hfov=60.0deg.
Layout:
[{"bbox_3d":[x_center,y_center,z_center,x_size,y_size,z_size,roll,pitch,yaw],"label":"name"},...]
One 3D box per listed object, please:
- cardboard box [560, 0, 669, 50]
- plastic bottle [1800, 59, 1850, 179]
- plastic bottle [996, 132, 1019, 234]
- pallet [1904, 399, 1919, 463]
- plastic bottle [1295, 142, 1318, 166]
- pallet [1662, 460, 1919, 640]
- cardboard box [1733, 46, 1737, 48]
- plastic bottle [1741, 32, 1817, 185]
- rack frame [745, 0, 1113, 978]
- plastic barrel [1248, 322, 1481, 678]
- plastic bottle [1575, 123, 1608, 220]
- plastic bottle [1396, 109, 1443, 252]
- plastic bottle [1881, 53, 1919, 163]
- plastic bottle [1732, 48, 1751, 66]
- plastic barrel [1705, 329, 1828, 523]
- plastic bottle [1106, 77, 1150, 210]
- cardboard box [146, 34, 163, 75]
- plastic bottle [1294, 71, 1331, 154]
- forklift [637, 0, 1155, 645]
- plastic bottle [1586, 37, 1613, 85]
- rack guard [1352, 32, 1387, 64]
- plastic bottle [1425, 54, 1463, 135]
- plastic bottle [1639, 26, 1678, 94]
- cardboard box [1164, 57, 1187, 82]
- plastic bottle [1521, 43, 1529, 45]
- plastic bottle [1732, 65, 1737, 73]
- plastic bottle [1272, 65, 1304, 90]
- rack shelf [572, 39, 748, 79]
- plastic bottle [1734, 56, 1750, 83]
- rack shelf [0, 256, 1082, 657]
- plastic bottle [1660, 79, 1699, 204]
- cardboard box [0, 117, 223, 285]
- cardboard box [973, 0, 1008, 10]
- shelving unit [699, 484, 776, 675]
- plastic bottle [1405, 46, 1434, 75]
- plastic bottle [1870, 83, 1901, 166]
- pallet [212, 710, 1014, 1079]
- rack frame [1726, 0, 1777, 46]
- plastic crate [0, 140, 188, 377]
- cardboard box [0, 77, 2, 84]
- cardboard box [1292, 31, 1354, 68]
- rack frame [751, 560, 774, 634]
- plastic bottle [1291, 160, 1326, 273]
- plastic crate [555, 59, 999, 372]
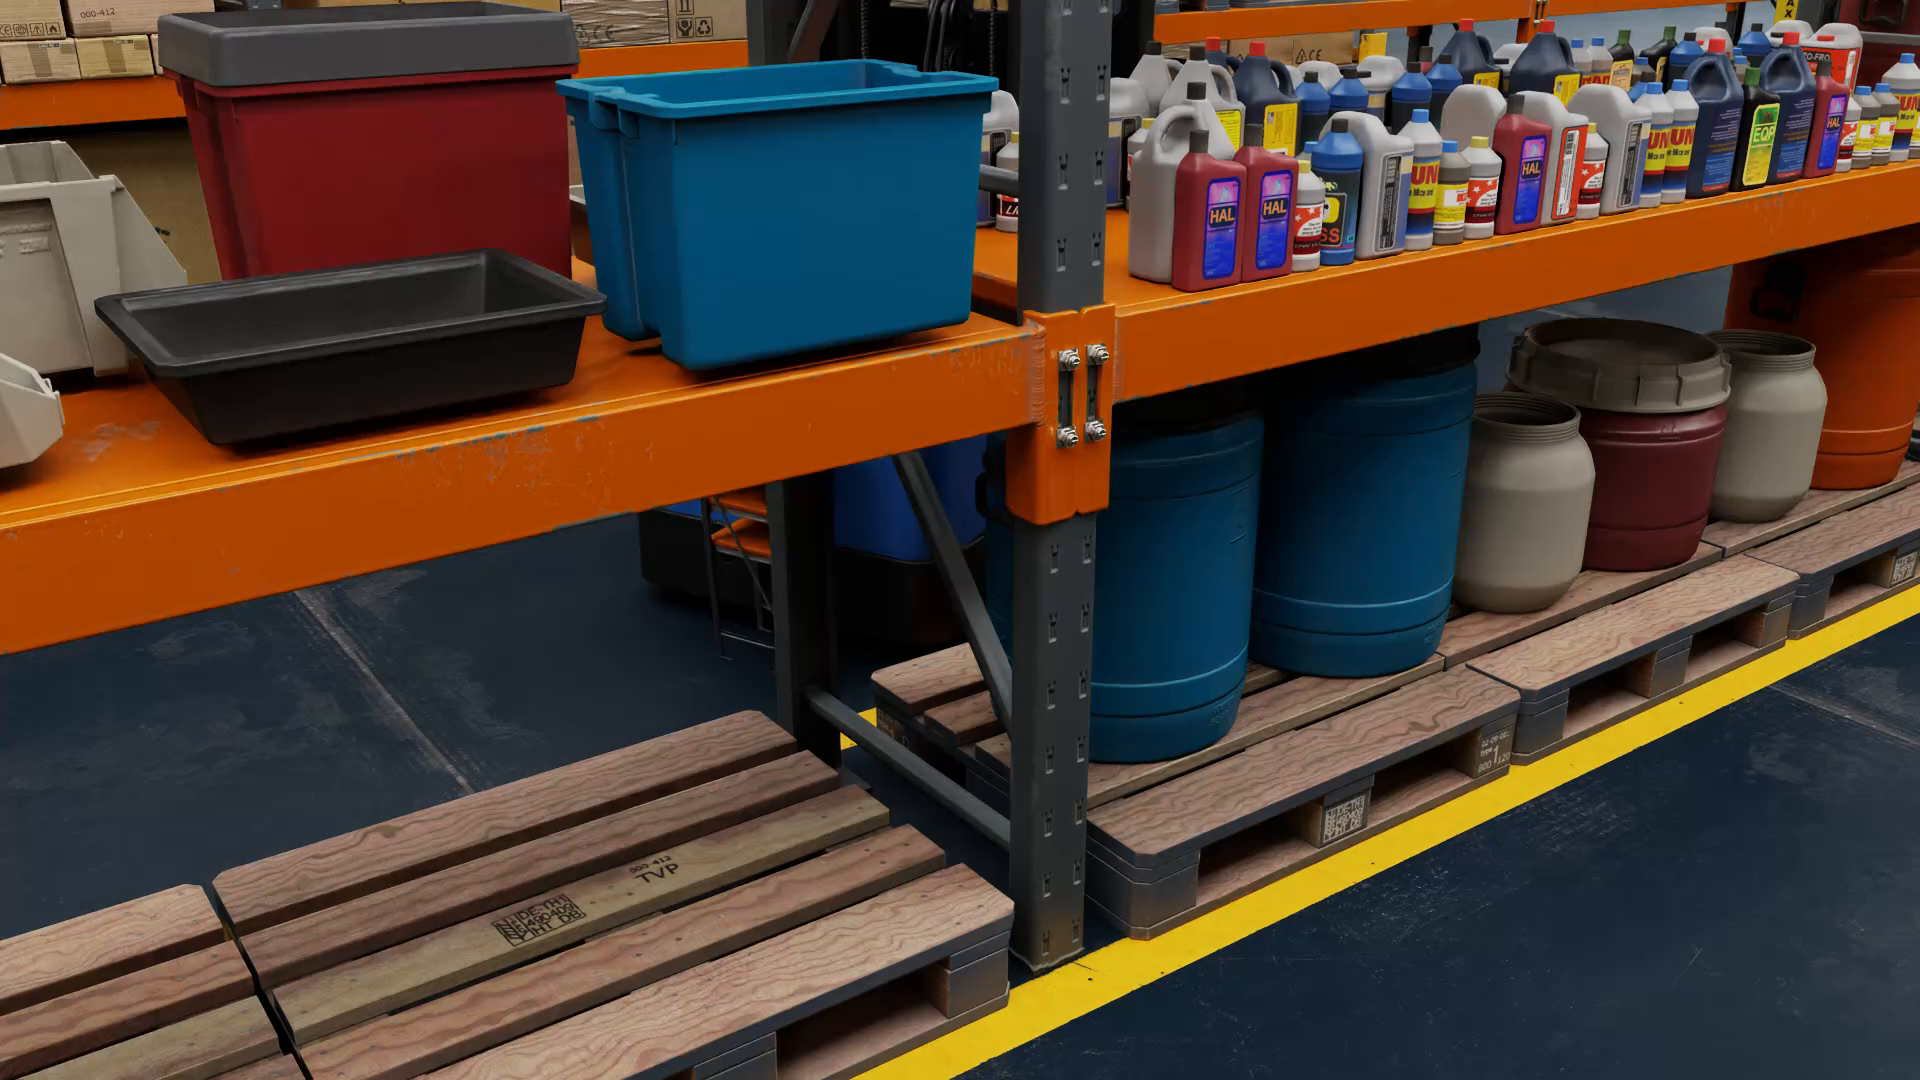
[{"bbox_3d":[-1.654,-2.480,7.428,0.500,0.500,0.500,-16,27,-34],"label":"cardboard box"},{"bbox_3d":[2.145,-1.050,4.137,0.133,0.283,0.061,-15,26,-33],"label":"plastic bottle"},{"bbox_3d":[0.124,-0.758,3.517,0.097,0.201,0.097,0,22,0],"label":"plastic bottle"},{"bbox_3d":[3.804,-0.428,6.184,1.213,0.211,1.003,-15,26,-33],"label":"pallet"},{"bbox_3d":[0.713,-0.707,3.390,0.097,0.201,0.097,0,22,0],"label":"plastic bottle"},{"bbox_3d":[2.537,-0.089,5.334,1.213,0.211,1.003,-15,26,-33],"label":"pallet"},{"bbox_3d":[6.237,-3.693,13.410,0.500,0.500,0.500,-10,24,-23],"label":"cardboard box"},{"bbox_3d":[1.992,-1.059,4.070,0.185,0.351,0.144,-15,26,-33],"label":"plastic bottle"},{"bbox_3d":[-0.095,-0.701,3.107,0.127,3.000,1.000,-15,26,-33],"label":"rack frame"},{"bbox_3d":[0.932,-0.188,4.084,0.708,0.901,0.600,-15,26,-33],"label":"plastic barrel"},{"bbox_3d":[1.365,-0.812,3.652,0.097,0.201,0.097,0,22,0],"label":"plastic bottle"},{"bbox_3d":[0.911,-0.723,3.335,0.097,0.271,0.097,0,22,0],"label":"plastic bottle"},{"bbox_3d":[2.465,-1.138,4.374,0.097,0.271,0.097,0,22,0],"label":"plastic bottle"},{"bbox_3d":[2.423,-1.441,5.227,0.097,0.201,0.097,0,22,0],"label":"plastic bottle"},{"bbox_3d":[2.359,-0.347,5.008,0.421,0.512,0.421,0,22,0],"label":"plastic barrel"},{"bbox_3d":[0.333,-0.905,3.786,0.135,0.276,0.152,-15,26,-33],"label":"plastic bottle"},{"bbox_3d":[-3.044,-1.910,6.475,0.250,0.149,0.380,-15,26,-33],"label":"cardboard box"},{"bbox_3d":[0.830,-0.979,3.976,0.097,0.271,0.097,0,22,0],"label":"plastic bottle"},{"bbox_3d":[0.199,-1.581,5.404,1.130,2.935,3.031,11,24,26],"label":"forklift"},{"bbox_3d":[1.831,-1.315,4.819,0.097,0.271,0.097,0,22,0],"label":"plastic bottle"},{"bbox_3d":[3.958,-5.147,17.621,0.348,0.500,1.175,-15,26,-33],"label":"rack guard"},{"bbox_3d":[1.262,-1.136,4.369,0.097,0.271,0.097,0,22,0],"label":"plastic bottle"},{"bbox_3d":[2.101,-1.401,5.018,0.133,0.283,0.061,-15,26,-33],"label":"plastic bottle"},{"bbox_3d":[1.211,-2.721,9.935,0.500,0.250,0.500,-12,25,-27],"label":"cardboard box"},{"bbox_3d":[1.565,-1.244,4.641,0.097,0.271,0.097,0,22,0],"label":"plastic bottle"},{"bbox_3d":[1.851,-0.999,4.010,0.133,0.283,0.061,-15,26,-33],"label":"plastic bottle"},{"bbox_3d":[0.742,-1.015,4.059,0.135,0.276,0.152,-15,26,-33],"label":"plastic bottle"},{"bbox_3d":[-1.364,-2.290,8.059,4.000,0.370,1.077,-15,26,-33],"label":"rack shelf"},{"bbox_3d":[2.325,-1.345,4.988,0.097,0.201,0.097,0,22,0],"label":"plastic bottle"},{"bbox_3d":[-1.718,0.066,2.155,4.000,0.370,1.077,-15,26,-33],"label":"rack shelf"},{"bbox_3d":[1.633,-0.916,3.818,0.097,0.271,0.097,0,22,0],"label":"plastic bottle"},{"bbox_3d":[-3.570,-1.281,6.859,0.875,0.875,0.875,-15,26,-33],"label":"cardboard box"},{"bbox_3d":[0.004,-2.922,8.538,0.500,0.500,0.500,-14,26,-31],"label":"cardboard box"},{"bbox_3d":[-0.538,-0.232,4.344,0.258,1.200,0.189,13,29,29],"label":"shelving unit"},{"bbox_3d":[1.201,-1.161,4.416,0.133,0.283,0.061,-15,26,-33],"label":"plastic bottle"},{"bbox_3d":[2.386,-1.084,4.334,0.097,0.201,0.097,0,22,0],"label":"plastic bottle"},{"bbox_3d":[-0.669,0.765,3.196,1.213,0.211,1.003,-15,26,-33],"label":"pallet"},{"bbox_3d":[6.754,-4.789,13.350,0.127,3.000,1.000,-15,26,-33],"label":"rack frame"},{"bbox_3d":[-1.442,-0.399,2.428,0.530,0.282,0.437,-15,26,-33],"label":"plastic crate"},{"bbox_3d":[-3.670,-1.743,6.057,0.250,0.149,0.380,-14,26,-32],"label":"cardboard box"},{"bbox_3d":[3.427,-5.345,17.043,0.875,0.875,0.875,-15,26,-33],"label":"cardboard box"},{"bbox_3d":[-0.490,-0.266,4.414,0.240,1.200,0.006,13,29,29],"label":"rack frame"},{"bbox_3d":[0.643,-0.620,3.170,0.097,0.201,0.097,0,22,0],"label":"plastic bottle"},{"bbox_3d":[-0.274,-0.518,2.588,0.575,0.384,0.392,-15,26,-33],"label":"plastic crate"}]
